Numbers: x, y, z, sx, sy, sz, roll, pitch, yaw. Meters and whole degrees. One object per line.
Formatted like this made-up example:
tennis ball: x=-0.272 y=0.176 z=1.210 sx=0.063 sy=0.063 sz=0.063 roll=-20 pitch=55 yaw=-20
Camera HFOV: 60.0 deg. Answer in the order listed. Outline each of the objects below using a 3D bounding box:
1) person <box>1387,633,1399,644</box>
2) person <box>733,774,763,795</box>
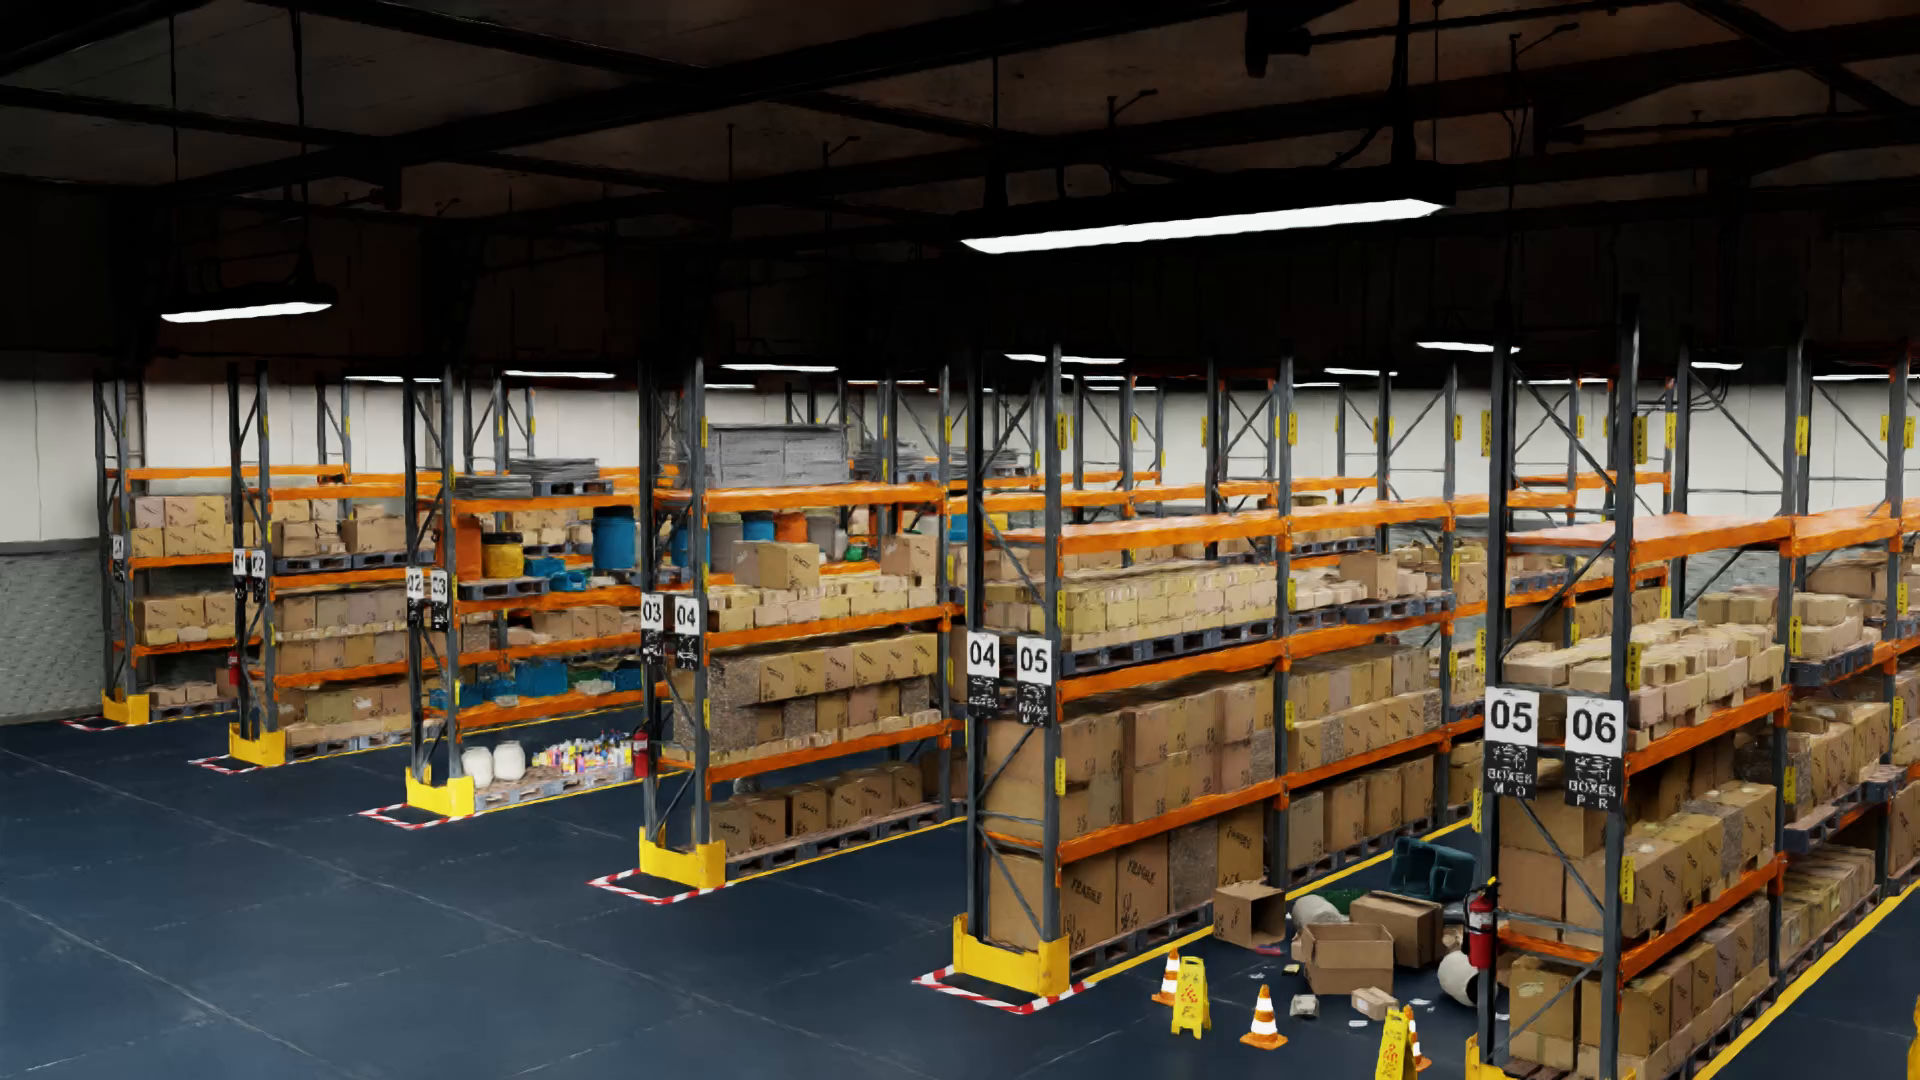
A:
person: x=7.332 y=2.324 z=28.124 sx=0.417 sy=1.517 sz=1.037 roll=4 pitch=6 yaw=44
person: x=-2.727 y=2.752 z=21.187 sx=0.866 sy=1.709 sz=0.680 roll=-4 pitch=6 yaw=-43
